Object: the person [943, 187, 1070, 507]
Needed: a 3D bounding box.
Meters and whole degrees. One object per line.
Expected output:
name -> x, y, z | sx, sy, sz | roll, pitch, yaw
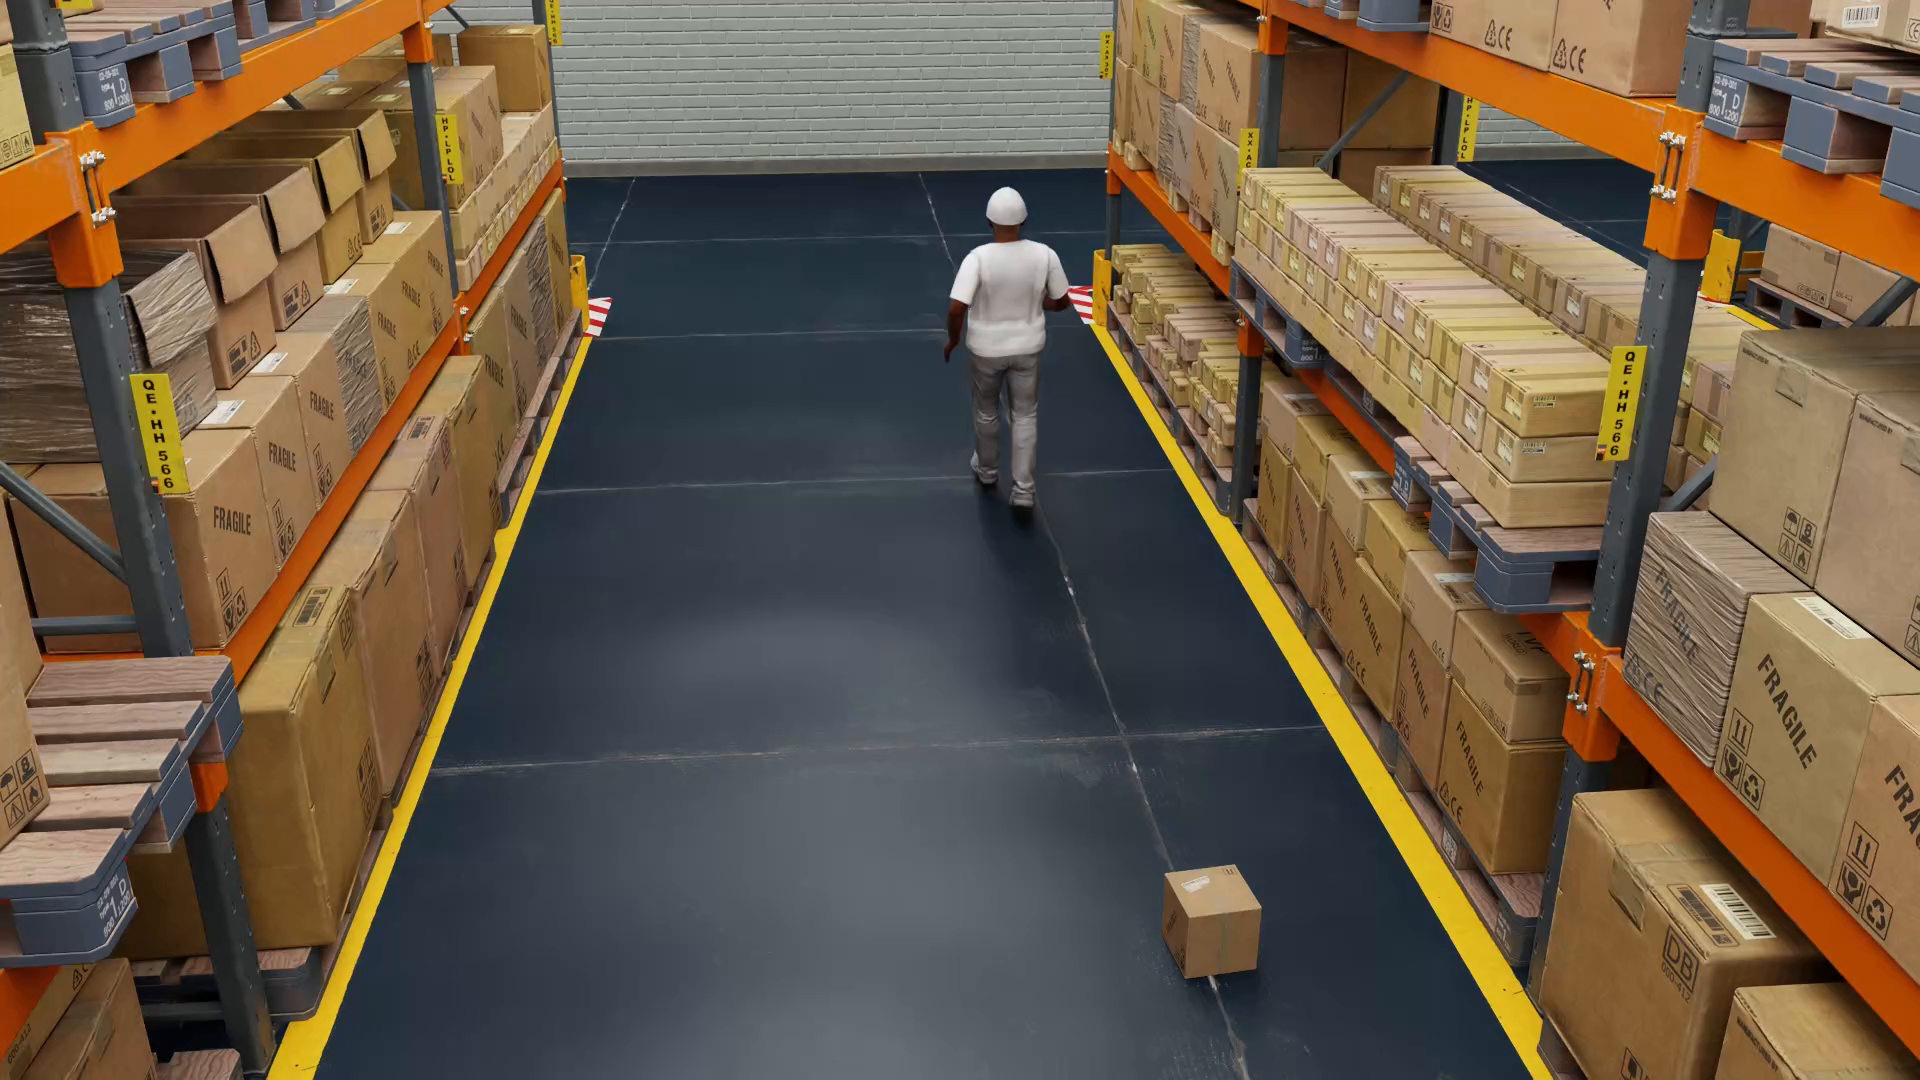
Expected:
person -> 0.241, -1.056, 8.960 | 0.678, 1.740, 0.886 | -2, 24, -6
